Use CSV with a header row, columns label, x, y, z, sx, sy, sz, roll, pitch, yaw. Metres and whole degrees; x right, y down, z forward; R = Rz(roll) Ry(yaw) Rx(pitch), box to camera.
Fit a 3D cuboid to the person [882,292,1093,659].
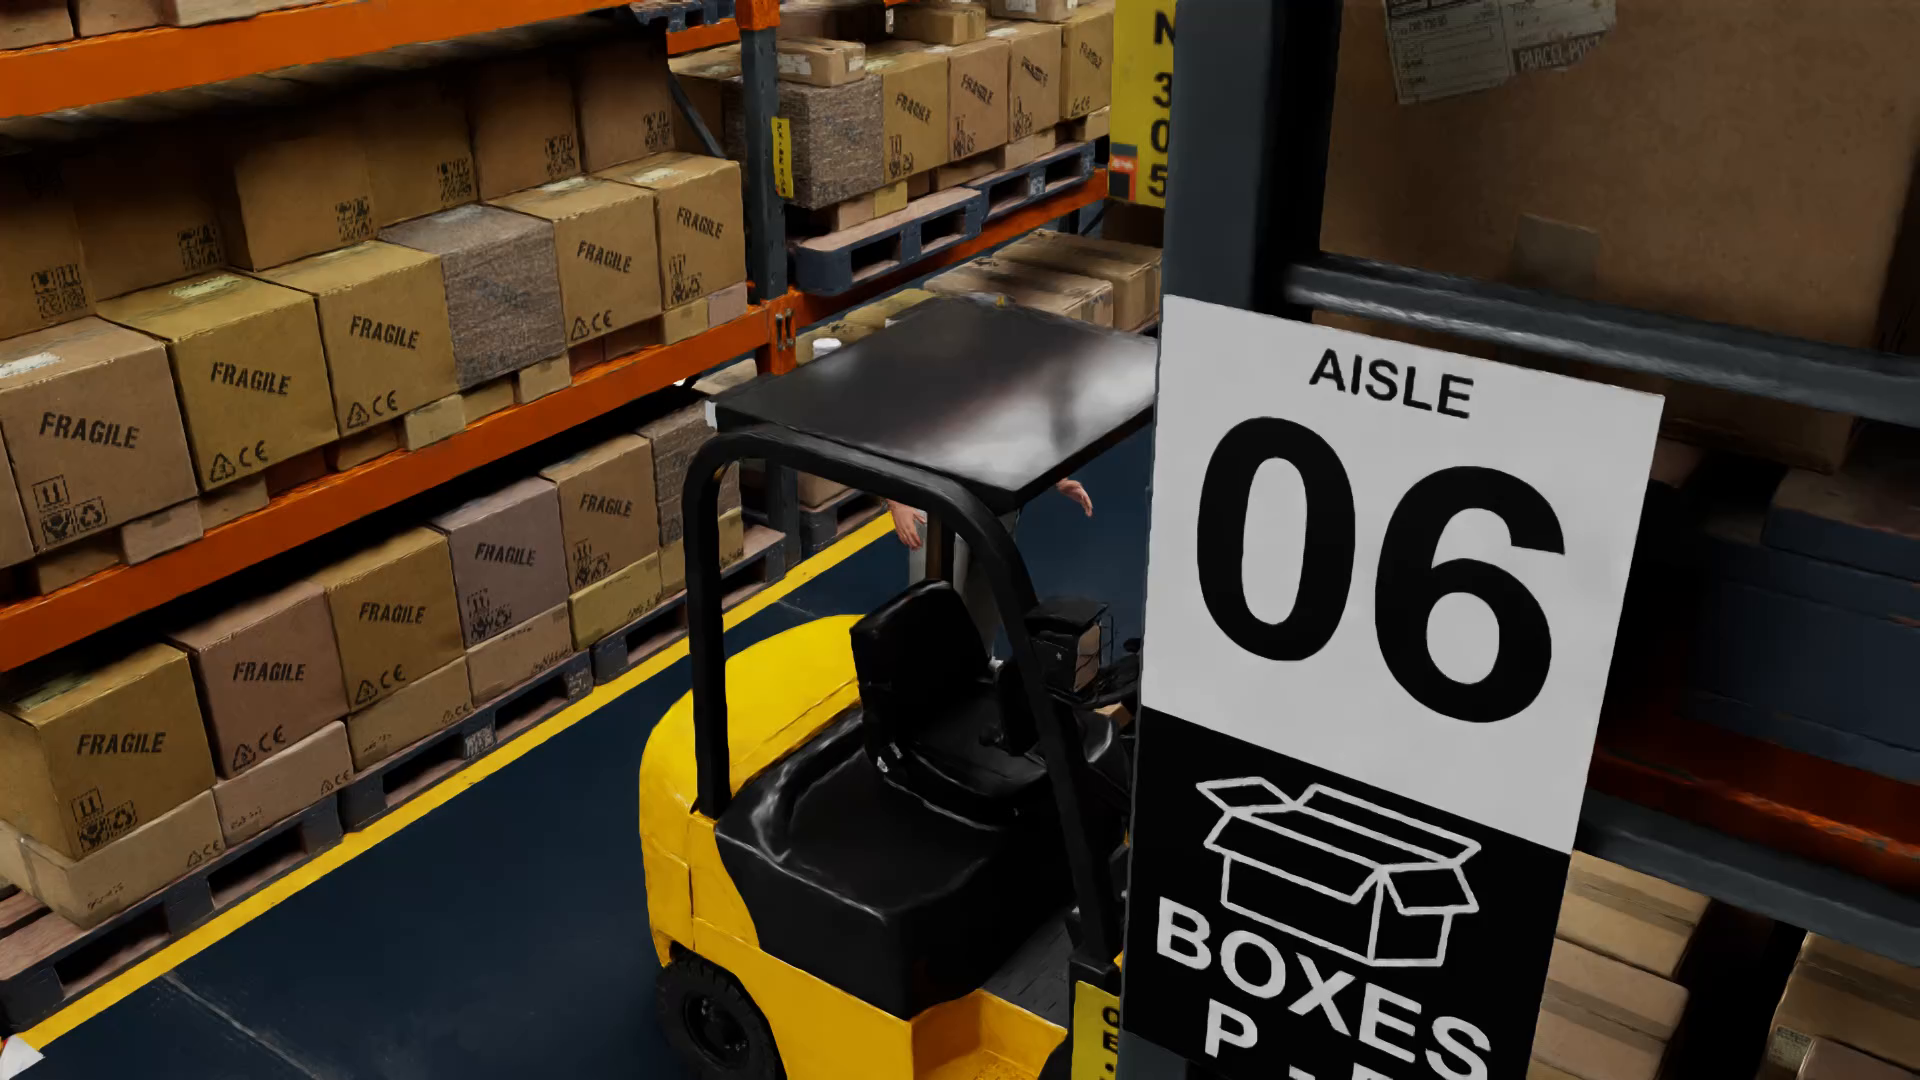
label,x,y,z,sx,sy,sz,roll,pitch,yaw
person,0.076,-0.009,6.145,0.721,1.791,0.737,-14,30,-25
